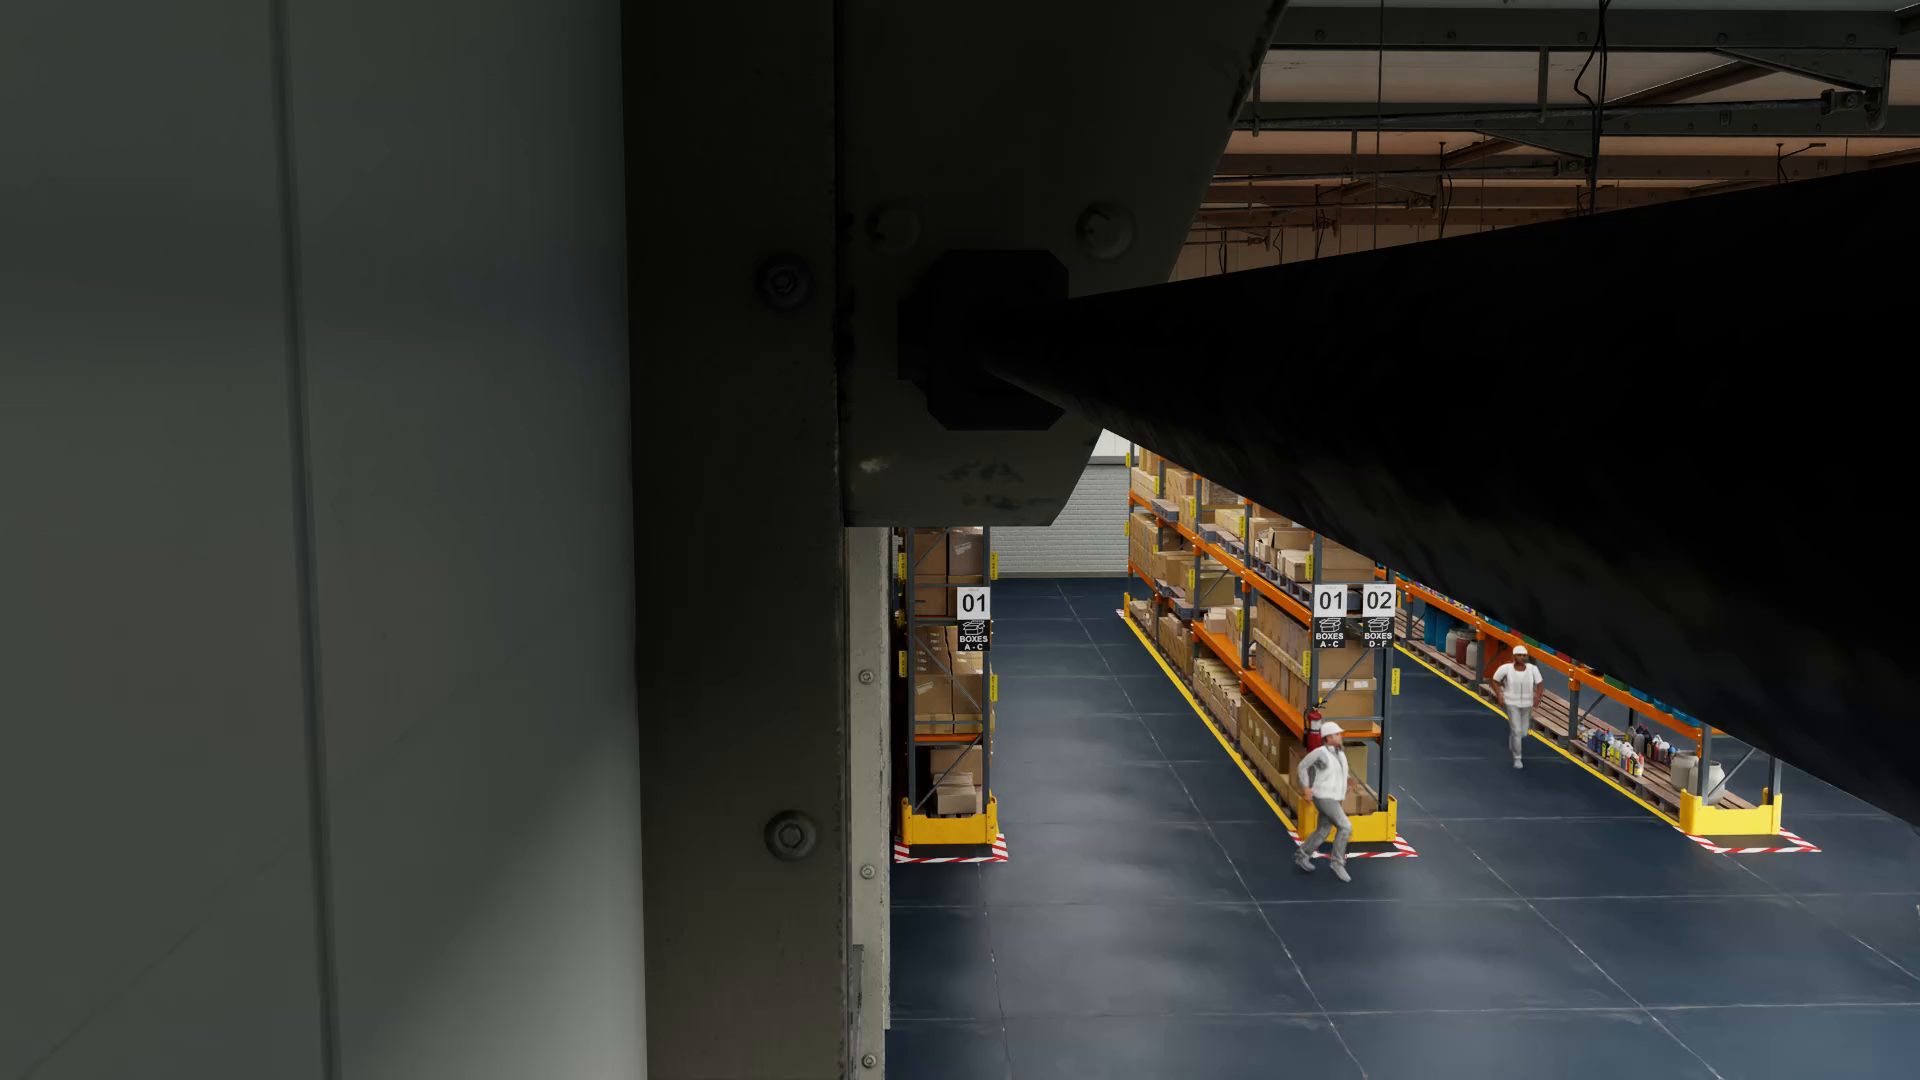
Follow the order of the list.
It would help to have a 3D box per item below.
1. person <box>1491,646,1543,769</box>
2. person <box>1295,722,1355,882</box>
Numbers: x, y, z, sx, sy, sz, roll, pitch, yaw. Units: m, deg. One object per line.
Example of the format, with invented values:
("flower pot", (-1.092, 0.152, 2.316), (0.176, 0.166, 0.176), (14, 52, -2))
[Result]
("person", (8.107, 2.385, 24.193), (0.717, 1.752, 0.820), (0, 7, 1))
("person", (4.301, 2.993, 19.297), (0.740, 1.755, 0.642), (6, 9, 37))
